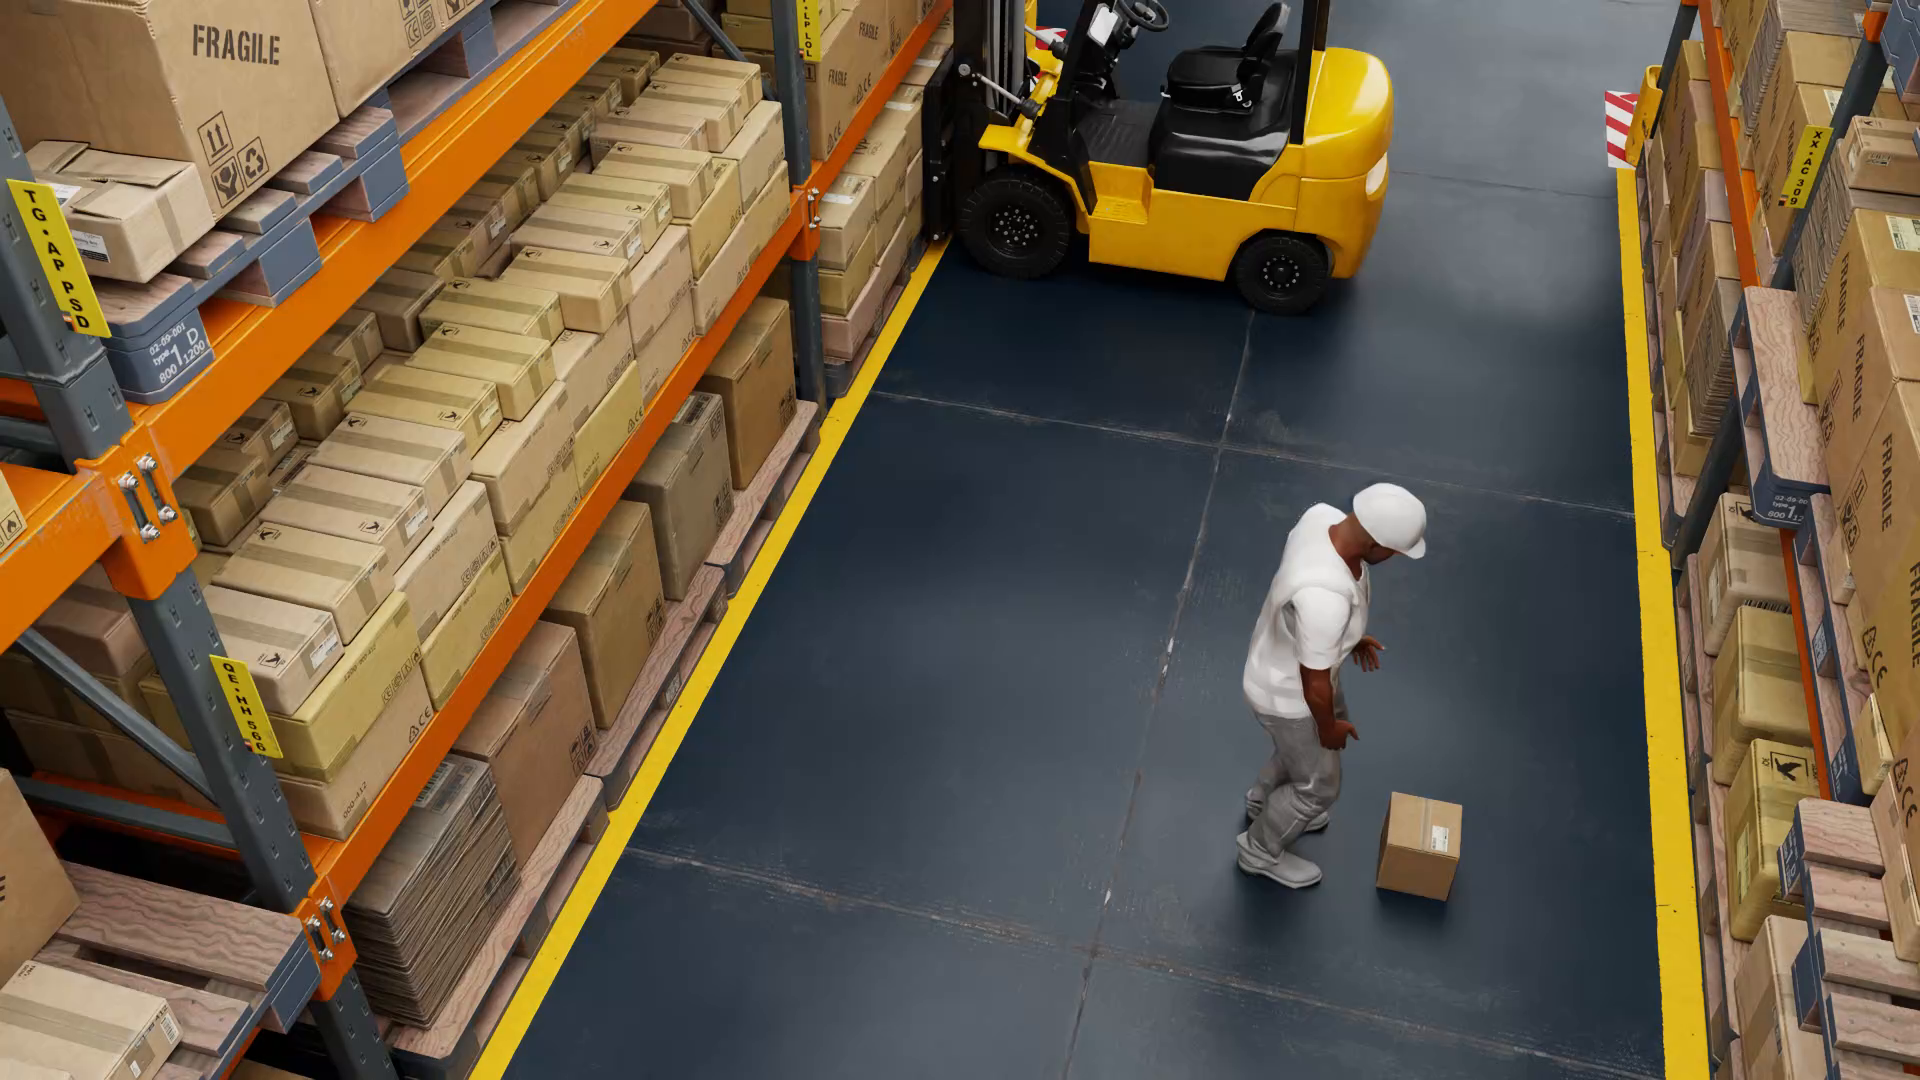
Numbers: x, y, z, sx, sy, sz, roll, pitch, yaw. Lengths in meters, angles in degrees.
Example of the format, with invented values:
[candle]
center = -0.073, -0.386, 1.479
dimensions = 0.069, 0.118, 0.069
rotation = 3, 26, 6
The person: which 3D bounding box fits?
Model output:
[person]
center = 1.217, 0.467, 5.654
dimensions = 0.491, 1.696, 0.598
rotation = 11, 42, 12
